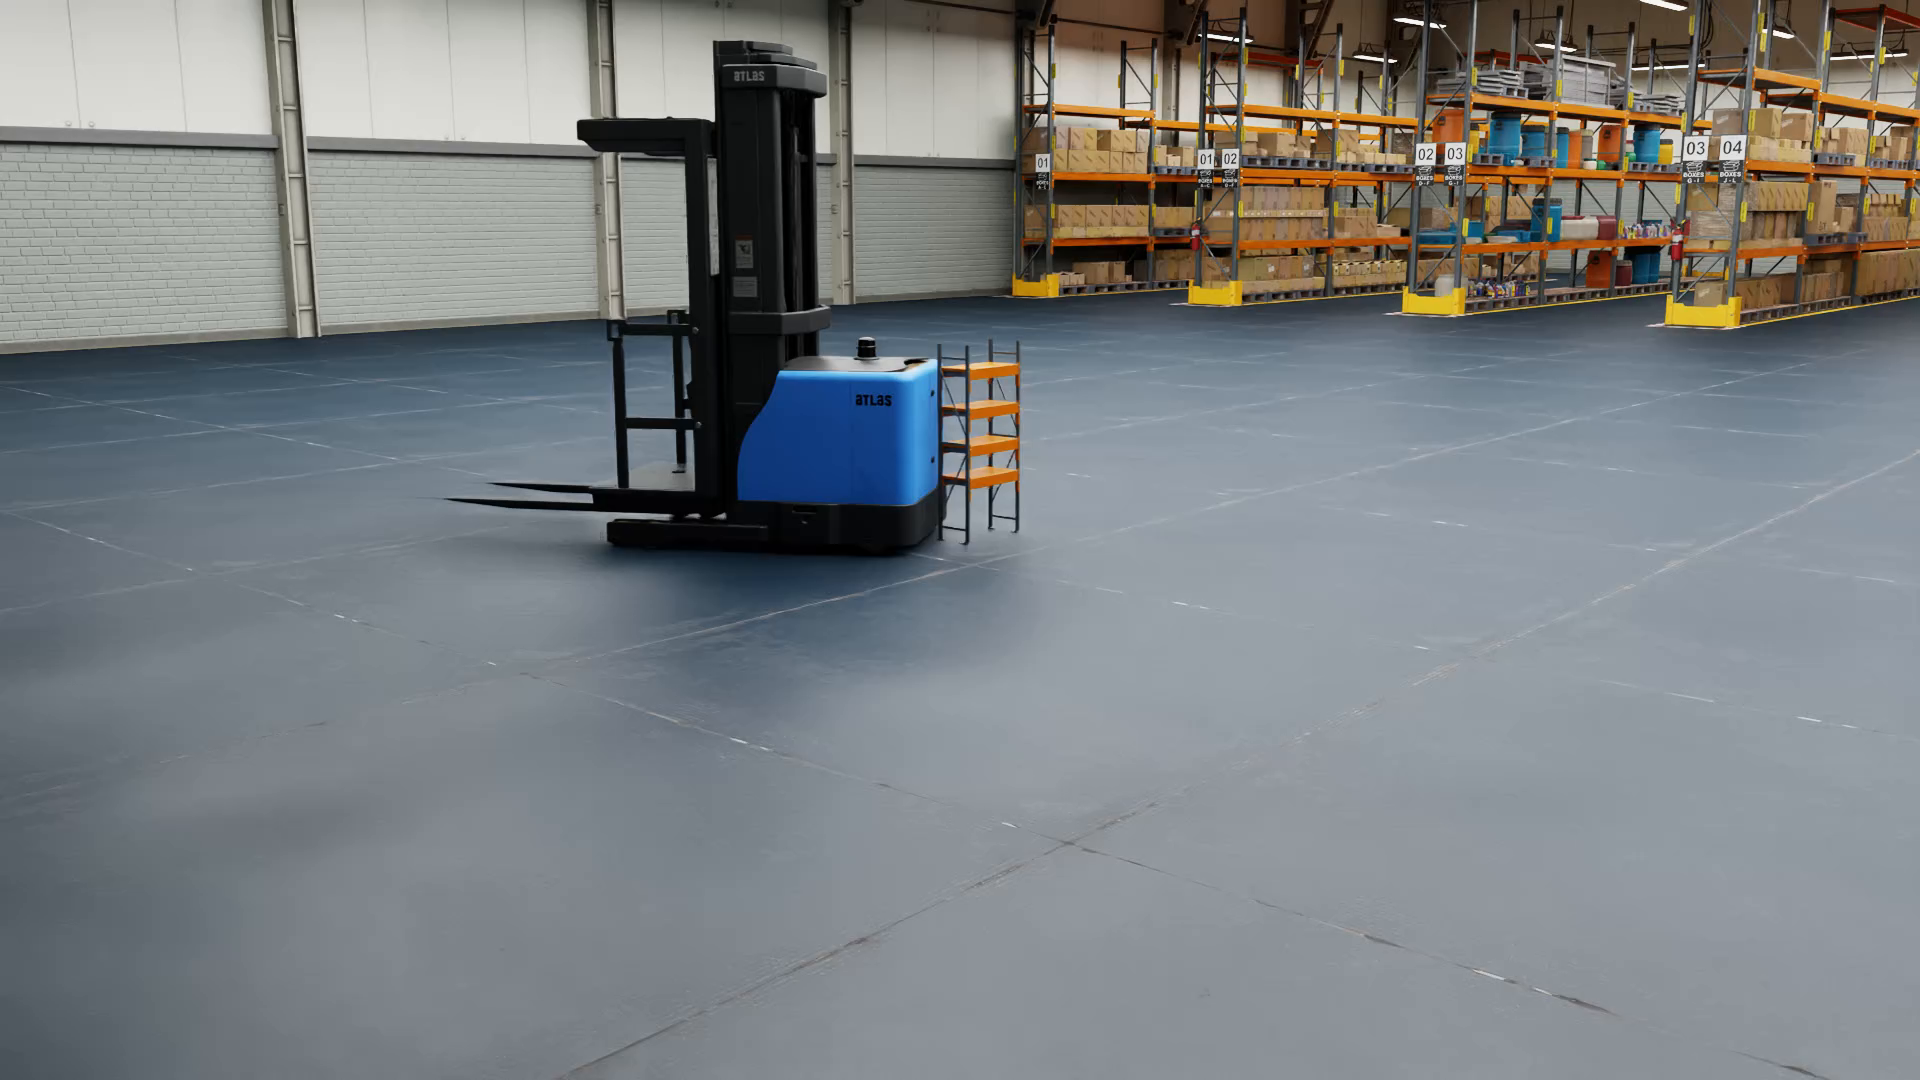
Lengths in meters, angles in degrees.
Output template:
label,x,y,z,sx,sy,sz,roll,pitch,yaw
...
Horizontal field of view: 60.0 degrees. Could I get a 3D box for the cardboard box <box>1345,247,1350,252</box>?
label,x,y,z,sx,sy,sz,roll,pitch,yaw
cardboard box,11.304,-8.592,49.226,0.380,0.149,0.250,10,15,41

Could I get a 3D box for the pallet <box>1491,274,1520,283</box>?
label,x,y,z,sx,sy,sz,roll,pitch,yaw
pallet,14.601,-7.162,45.533,1.003,0.211,1.213,10,15,40

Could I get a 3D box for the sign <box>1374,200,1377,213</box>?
label,x,y,z,sx,sy,sz,roll,pitch,yaw
sign,10.287,-8.258,41.144,0.100,0.325,0.005,10,15,40

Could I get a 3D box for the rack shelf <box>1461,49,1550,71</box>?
label,x,y,z,sx,sy,sz,roll,pitch,yaw
rack shelf,14.662,-12.762,44.482,1.077,0.370,4.000,10,15,40

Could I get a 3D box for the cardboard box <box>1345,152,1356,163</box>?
label,x,y,z,sx,sy,sz,roll,pitch,yaw
cardboard box,8.835,-8.846,38.493,0.500,0.250,0.500,8,14,35

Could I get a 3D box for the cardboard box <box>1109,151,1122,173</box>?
label,x,y,z,sx,sy,sz,roll,pitch,yaw
cardboard box,3.509,-8.976,39.528,0.500,0.500,0.500,9,14,38

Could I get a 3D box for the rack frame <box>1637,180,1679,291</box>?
label,x,y,z,sx,sy,sz,roll,pitch,yaw
rack frame,17.060,-7.608,40.643,1.000,3.000,0.127,10,15,40

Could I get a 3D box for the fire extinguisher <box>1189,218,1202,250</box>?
label,x,y,z,sx,sy,sz,roll,pitch,yaw
fire extinguisher,4.993,-6.488,35.234,0.296,0.674,0.183,10,15,40

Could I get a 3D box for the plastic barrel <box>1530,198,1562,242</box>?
label,x,y,z,sx,sy,sz,roll,pitch,yaw
plastic barrel,12.261,-6.694,34.789,0.600,0.901,0.708,10,15,40

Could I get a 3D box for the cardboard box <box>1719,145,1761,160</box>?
label,x,y,z,sx,sy,sz,roll,pitch,yaw
cardboard box,13.371,-6.637,28.506,0.500,0.250,0.500,10,15,42

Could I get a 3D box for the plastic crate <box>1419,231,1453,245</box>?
label,x,y,z,sx,sy,sz,roll,pitch,yaw
plastic crate,9.244,-5.882,32.380,0.499,0.251,0.616,10,15,40

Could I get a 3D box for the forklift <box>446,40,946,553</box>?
label,x,y,z,sx,sy,sz,roll,pitch,yaw
forklift,-1.657,-1.483,10.154,3.031,2.935,1.130,2,12,11

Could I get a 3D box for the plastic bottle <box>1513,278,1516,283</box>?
label,x,y,z,sx,sy,sz,roll,pitch,yaw
plastic bottle,11.462,-5.234,34.398,0.144,0.351,0.185,10,15,40

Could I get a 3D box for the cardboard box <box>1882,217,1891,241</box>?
label,x,y,z,sx,sy,sz,roll,pitch,yaw
cardboard box,19.671,-6.690,35.790,0.500,0.500,0.500,10,15,41

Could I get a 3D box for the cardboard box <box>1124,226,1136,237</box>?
label,x,y,z,sx,sy,sz,roll,pitch,yaw
cardboard box,3.917,-7.467,40.269,0.500,0.250,0.500,10,15,41

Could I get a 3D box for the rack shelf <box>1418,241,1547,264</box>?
label,x,y,z,sx,sy,sz,roll,pitch,yaw
rack shelf,10.459,-5.784,33.347,1.077,0.370,4.000,10,15,40

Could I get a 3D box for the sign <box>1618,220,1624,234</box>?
label,x,y,z,sx,sy,sz,roll,pitch,yaw
sign,14.837,-7.029,37.329,0.100,0.325,0.005,10,15,40

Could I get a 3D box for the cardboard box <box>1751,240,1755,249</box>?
label,x,y,z,sx,sy,sz,roll,pitch,yaw
cardboard box,13.731,-5.198,29.221,0.380,0.149,0.250,10,15,40

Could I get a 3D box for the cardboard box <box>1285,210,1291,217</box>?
label,x,y,z,sx,sy,sz,roll,pitch,yaw
cardboard box,7.030,-7.145,36.415,0.380,0.149,0.250,10,15,42

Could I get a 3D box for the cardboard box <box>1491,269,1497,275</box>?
label,x,y,z,sx,sy,sz,roll,pitch,yaw
cardboard box,14.344,-7.237,44.899,0.380,0.166,0.250,10,15,40

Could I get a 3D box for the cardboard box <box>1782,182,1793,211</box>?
label,x,y,z,sx,sy,sz,roll,pitch,yaw
cardboard box,14.749,-6.227,30.160,0.500,0.500,0.500,10,15,40

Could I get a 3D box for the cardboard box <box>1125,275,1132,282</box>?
label,x,y,z,sx,sy,sz,roll,pitch,yaw
cardboard box,4.006,-6.455,40.984,0.380,0.166,0.250,7,14,33

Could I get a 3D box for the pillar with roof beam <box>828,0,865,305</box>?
label,x,y,z,sx,sy,sz,roll,pitch,yaw
pillar with roof beam,0.782,-8.840,31.498,9.100,9.000,0.548,10,15,40

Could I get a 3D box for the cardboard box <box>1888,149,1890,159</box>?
label,x,y,z,sx,sy,sz,roll,pitch,yaw
cardboard box,19.988,-8.451,36.360,0.500,0.311,0.500,9,14,38

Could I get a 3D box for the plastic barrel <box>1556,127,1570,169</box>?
label,x,y,z,sx,sy,sz,roll,pitch,yaw
plastic barrel,12.815,-8.443,35.885,0.600,0.901,0.708,10,15,40

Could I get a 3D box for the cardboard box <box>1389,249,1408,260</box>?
label,x,y,z,sx,sy,sz,roll,pitch,yaw
cardboard box,11.176,-7.195,41.919,0.500,0.250,0.500,11,15,42

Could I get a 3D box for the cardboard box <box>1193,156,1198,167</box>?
label,x,y,z,sx,sy,sz,roll,pitch,yaw
cardboard box,6.052,-9.653,42.908,0.637,0.503,0.797,-10,15,-40

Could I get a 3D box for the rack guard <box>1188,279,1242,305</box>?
label,x,y,z,sx,sy,sz,roll,pitch,yaw
rack guard,5.404,-5.254,35.240,1.175,0.500,0.348,10,15,40

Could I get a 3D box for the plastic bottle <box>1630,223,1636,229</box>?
label,x,y,z,sx,sy,sz,roll,pitch,yaw
plastic bottle,15.769,-7.244,38.947,0.144,0.351,0.185,10,15,40

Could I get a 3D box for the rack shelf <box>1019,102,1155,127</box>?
label,x,y,z,sx,sy,sz,roll,pitch,yaw
rack shelf,3.017,-10.005,39.173,1.077,0.370,4.000,10,15,40

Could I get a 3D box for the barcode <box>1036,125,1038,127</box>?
label,x,y,z,sx,sy,sz,roll,pitch,yaw
barcode,1.790,-9.597,38.603,0.001,0.075,0.075,10,15,40

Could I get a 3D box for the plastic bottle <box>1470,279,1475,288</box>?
label,x,y,z,sx,sy,sz,roll,pitch,yaw
plastic bottle,10.529,-5.192,34.188,0.144,0.351,0.185,10,15,40

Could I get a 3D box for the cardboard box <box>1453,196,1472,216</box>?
label,x,y,z,sx,sy,sz,roll,pitch,yaw
cardboard box,13.481,-8.896,44.284,0.500,0.500,0.500,10,15,41

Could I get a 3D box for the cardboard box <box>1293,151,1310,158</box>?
label,x,y,z,sx,sy,sz,roll,pitch,yaw
cardboard box,7.470,-8.481,36.569,0.380,0.149,0.250,10,15,40

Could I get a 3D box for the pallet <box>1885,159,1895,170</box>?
label,x,y,z,sx,sy,sz,roll,pitch,yaw
pallet,19.261,-8.024,35.549,1.003,0.211,1.213,11,16,43

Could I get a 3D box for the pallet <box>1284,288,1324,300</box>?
label,x,y,z,sx,sy,sz,roll,pitch,yaw
pallet,7.504,-5.593,37.673,1.003,0.211,1.213,10,15,40

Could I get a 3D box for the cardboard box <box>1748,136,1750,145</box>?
label,x,y,z,sx,sy,sz,roll,pitch,yaw
cardboard box,13.214,-6.805,28.332,0.380,0.149,0.250,10,15,40

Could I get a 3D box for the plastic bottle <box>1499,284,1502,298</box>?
label,x,y,z,sx,sy,sz,roll,pitch,yaw
plastic bottle,10.862,-5.012,33.487,0.097,0.271,0.097,0,11,0

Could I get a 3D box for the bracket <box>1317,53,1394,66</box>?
label,x,y,z,sx,sy,sz,roll,pitch,yaw
bracket,11.672,-14.205,49.165,0.076,0.066,4.783,10,15,40

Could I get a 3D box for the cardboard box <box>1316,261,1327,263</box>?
label,x,y,z,sx,sy,sz,roll,pitch,yaw
cardboard box,8.451,-6.378,39.003,0.500,0.311,0.500,10,15,42

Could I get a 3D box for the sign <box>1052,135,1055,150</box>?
label,x,y,z,sx,sy,sz,roll,pitch,yaw
sign,2.104,-8.953,37.486,0.100,0.325,0.005,10,15,40

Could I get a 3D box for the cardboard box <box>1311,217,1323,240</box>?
label,x,y,z,sx,sy,sz,roll,pitch,yaw
cardboard box,7.772,-7.055,37.618,0.700,0.500,0.500,9,15,39

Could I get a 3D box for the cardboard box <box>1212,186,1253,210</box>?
label,x,y,z,sx,sy,sz,roll,pitch,yaw
cardboard box,5.773,-7.243,35.250,0.700,0.500,0.500,10,15,41

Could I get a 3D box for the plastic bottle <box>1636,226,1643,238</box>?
label,x,y,z,sx,sy,sz,roll,pitch,yaw
plastic bottle,15.863,-7.184,38.839,0.152,0.276,0.135,10,15,40

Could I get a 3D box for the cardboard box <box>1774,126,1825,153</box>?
label,x,y,z,sx,sy,sz,roll,pitch,yaw
cardboard box,15.884,-7.574,31.481,0.797,0.503,0.637,9,14,38

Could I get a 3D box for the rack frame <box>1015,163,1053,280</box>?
label,x,y,z,sx,sy,sz,roll,pitch,yaw
rack frame,1.697,-7.123,38.216,1.000,3.000,0.127,10,15,40

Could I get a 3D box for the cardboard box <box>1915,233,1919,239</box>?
label,x,y,z,sx,sy,sz,roll,pitch,yaw
cardboard box,21.572,-6.922,37.852,0.380,0.149,0.250,10,15,42

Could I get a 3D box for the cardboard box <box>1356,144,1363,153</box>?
label,x,y,z,sx,sy,sz,roll,pitch,yaw
cardboard box,11.304,-11.204,48.132,0.500,0.500,0.500,9,14,38

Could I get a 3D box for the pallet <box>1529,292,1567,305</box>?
label,x,y,z,sx,sy,sz,roll,pitch,yaw
pallet,12.268,-5.184,35.626,1.003,0.211,1.213,10,15,40

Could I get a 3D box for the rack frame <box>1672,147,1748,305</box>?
label,x,y,z,sx,sy,sz,roll,pitch,yaw
rack frame,12.859,-5.202,28.597,1.000,3.000,0.127,10,15,40

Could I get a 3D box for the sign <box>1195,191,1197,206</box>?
label,x,y,z,sx,sy,sz,roll,pitch,yaw
sign,5.022,-7.239,35.237,0.100,0.325,0.005,10,15,40

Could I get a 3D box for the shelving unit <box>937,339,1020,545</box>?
label,x,y,z,sx,sy,sz,roll,pitch,yaw
shelving unit,0.119,-0.613,10.216,0.258,1.200,0.503,9,15,39

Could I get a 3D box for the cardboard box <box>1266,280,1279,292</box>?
label,x,y,z,sx,sy,sz,roll,pitch,yaw
cardboard box,6.599,-5.538,36.230,0.500,0.250,0.500,10,15,40

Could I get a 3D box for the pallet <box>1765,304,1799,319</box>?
label,x,y,z,sx,sy,sz,roll,pitch,yaw
pallet,15.083,-4.320,31.299,1.003,0.211,1.213,10,15,40
